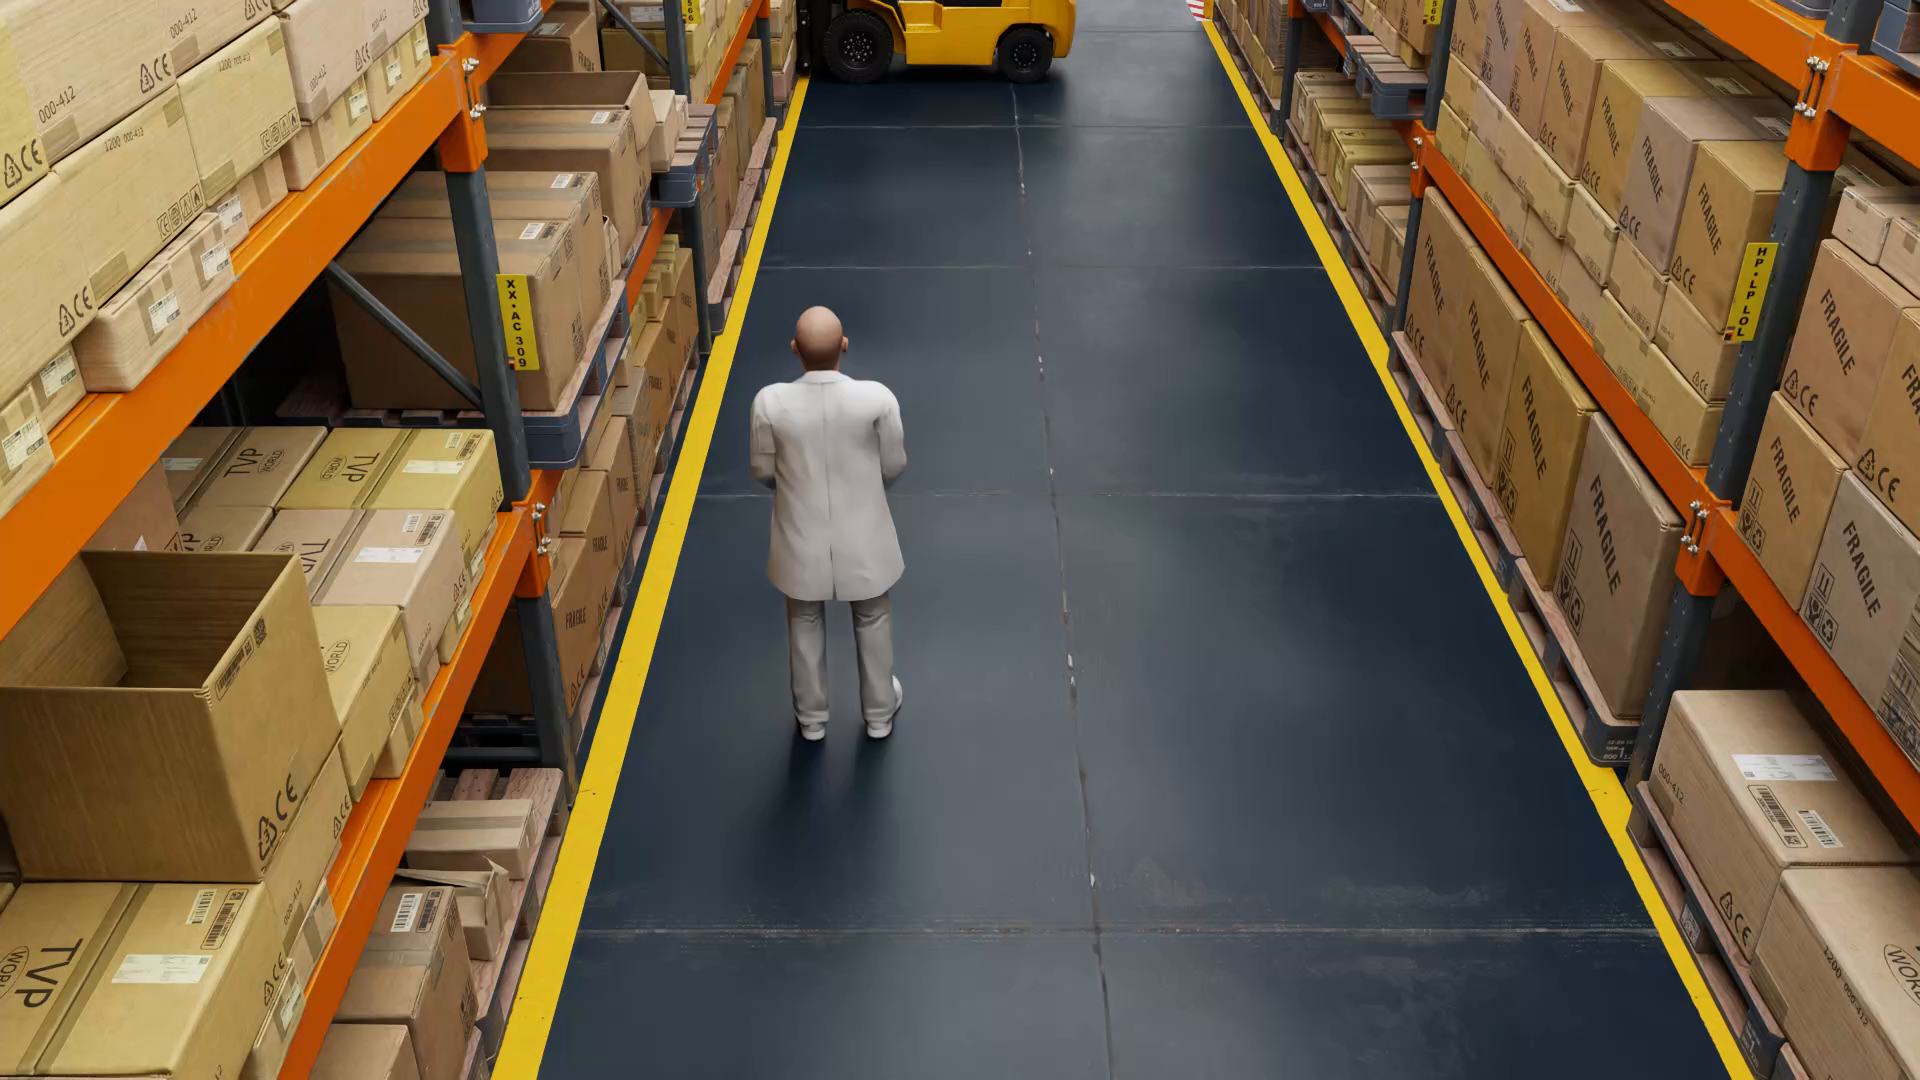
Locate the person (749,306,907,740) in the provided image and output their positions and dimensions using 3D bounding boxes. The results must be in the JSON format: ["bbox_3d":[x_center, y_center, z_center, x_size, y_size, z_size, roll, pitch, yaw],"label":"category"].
[{"bbox_3d":[-0.481,-0.074,6.263,0.569,1.783,0.489,-1,31,-2],"label":"person"}]
